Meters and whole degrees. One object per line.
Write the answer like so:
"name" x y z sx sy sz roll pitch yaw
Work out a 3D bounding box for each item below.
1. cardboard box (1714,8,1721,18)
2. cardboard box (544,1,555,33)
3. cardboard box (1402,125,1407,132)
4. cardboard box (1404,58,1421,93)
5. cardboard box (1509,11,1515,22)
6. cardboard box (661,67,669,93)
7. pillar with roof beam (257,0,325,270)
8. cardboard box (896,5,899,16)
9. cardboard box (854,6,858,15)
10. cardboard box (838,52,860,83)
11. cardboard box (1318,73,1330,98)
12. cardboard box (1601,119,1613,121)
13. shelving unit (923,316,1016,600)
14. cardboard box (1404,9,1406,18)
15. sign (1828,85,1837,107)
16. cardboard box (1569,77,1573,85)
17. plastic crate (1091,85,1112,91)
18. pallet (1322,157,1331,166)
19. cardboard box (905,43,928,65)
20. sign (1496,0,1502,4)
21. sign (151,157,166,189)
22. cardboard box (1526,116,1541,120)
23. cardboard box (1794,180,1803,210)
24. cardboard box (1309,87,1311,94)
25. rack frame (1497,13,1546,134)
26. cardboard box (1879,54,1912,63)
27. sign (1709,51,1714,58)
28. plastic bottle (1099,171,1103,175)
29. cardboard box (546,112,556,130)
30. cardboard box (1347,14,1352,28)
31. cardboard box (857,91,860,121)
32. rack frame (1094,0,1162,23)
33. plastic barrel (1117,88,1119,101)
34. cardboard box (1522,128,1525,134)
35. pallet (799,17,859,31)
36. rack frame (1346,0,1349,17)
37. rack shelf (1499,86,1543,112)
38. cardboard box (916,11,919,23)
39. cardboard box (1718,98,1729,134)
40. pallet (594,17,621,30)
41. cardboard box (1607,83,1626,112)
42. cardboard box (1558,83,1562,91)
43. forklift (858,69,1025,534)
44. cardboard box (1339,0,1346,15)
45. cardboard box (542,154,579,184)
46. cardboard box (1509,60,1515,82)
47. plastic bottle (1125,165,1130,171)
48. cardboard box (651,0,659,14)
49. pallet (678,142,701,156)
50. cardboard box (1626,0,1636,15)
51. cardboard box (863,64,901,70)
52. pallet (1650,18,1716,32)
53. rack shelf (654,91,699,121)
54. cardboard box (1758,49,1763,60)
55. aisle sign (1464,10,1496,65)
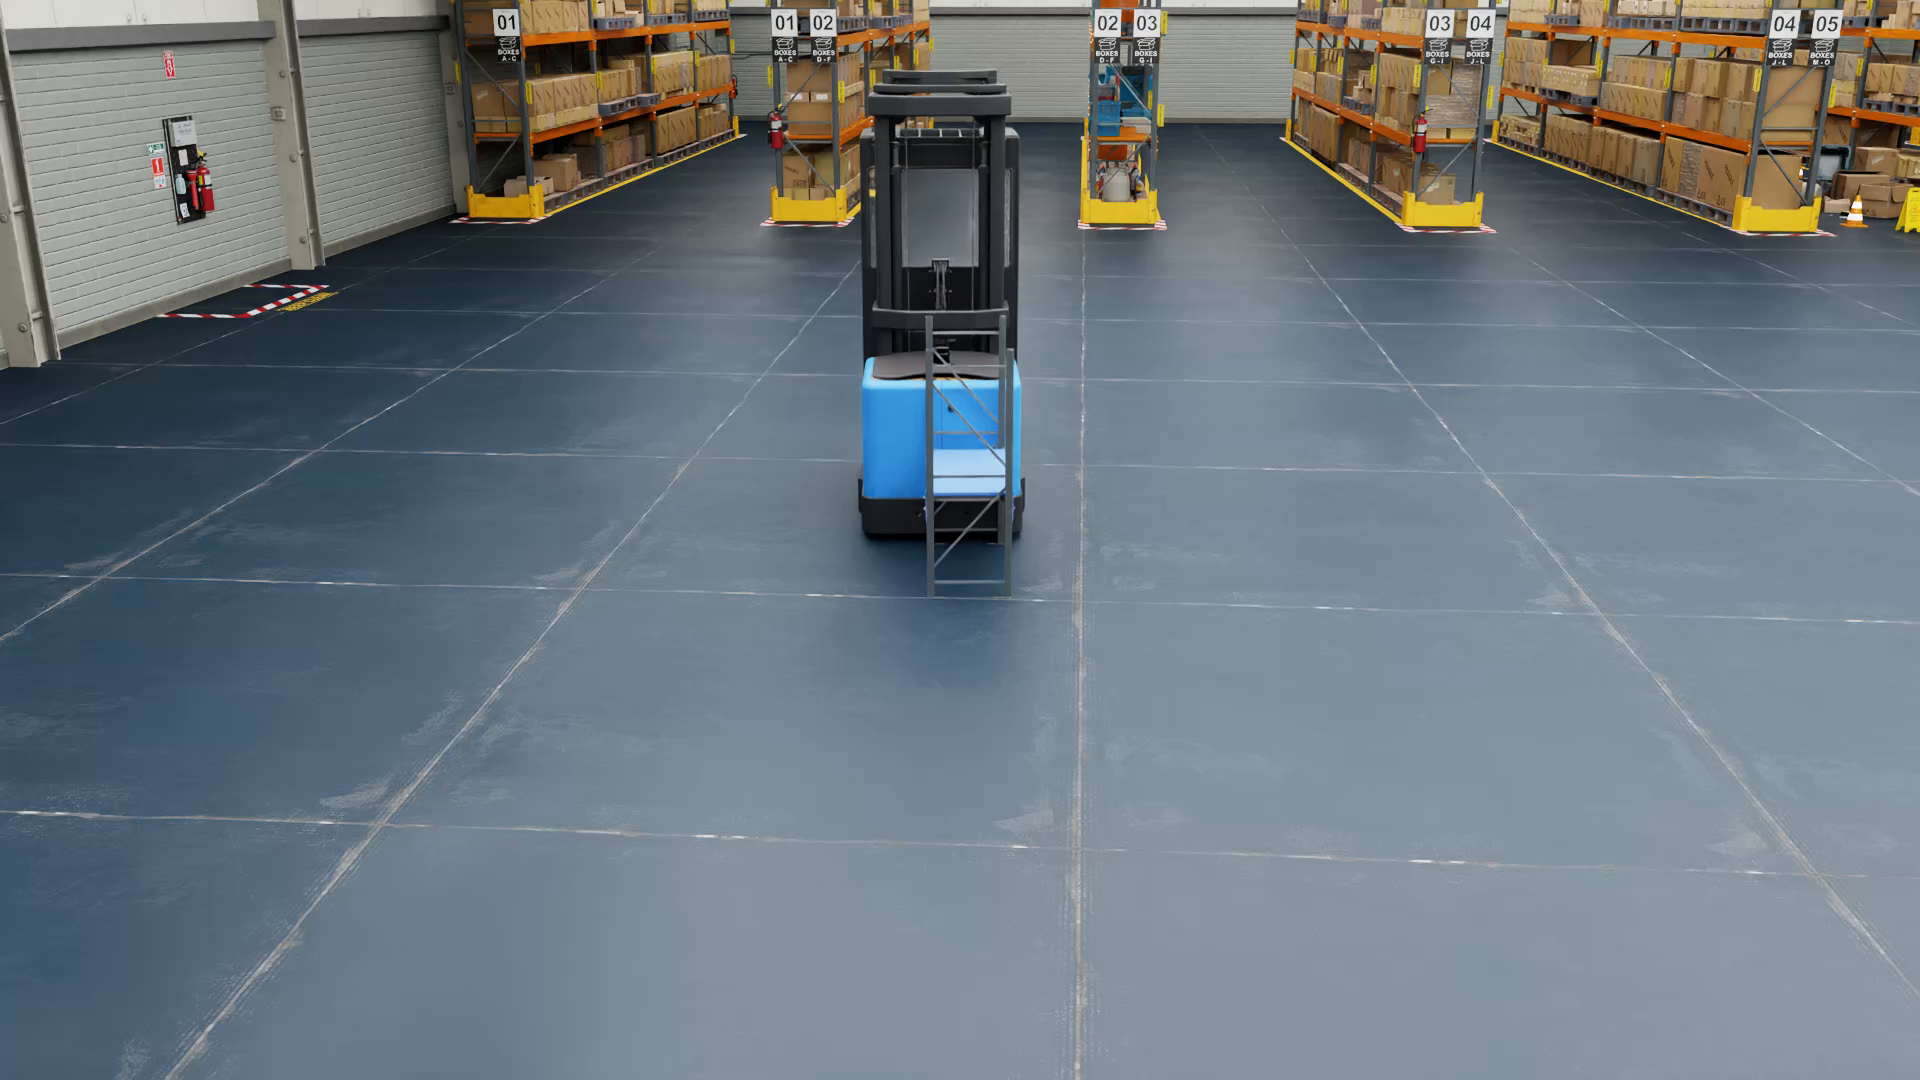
"cardboard box" 12.234 -8.387 26.452 0.380 0.149 0.250 2 18 5
"cardboard box" -6.960 -8.551 27.193 0.500 0.500 0.500 2 18 6
"cardboard box" 7.369 -6.674 26.877 0.380 0.149 0.250 1 18 4
"cardboard box" 7.304 -7.307 26.162 0.500 0.500 0.500 1 18 4
"cardboard box" 13.281 -12.359 39.247 0.500 0.250 0.500 2 18 6
"cardboard box" -6.430 -9.634 34.836 0.500 0.500 0.500 2 18 6
"pillar with roof beam" -4.289 -7.771 20.188 9.100 9.000 0.400 1 18 4
"cardboard box" -1.754 -10.947 34.538 0.910 0.500 0.500 1 18 4
"cardboard box" -1.926 -8.967 28.160 0.380 0.149 0.250 1 18 4
"cardboard box" -2.138 -8.302 29.199 0.700 0.500 0.500 1 18 4
"cardboard box" 8.024 -9.792 35.830 0.500 0.500 0.500 1 18 4
"cardboard box" 13.370 -8.542 34.309 0.500 0.250 0.500 1 18 4
"shelving unit" 0.046 -0.523 10.109 0.538 1.500 1.048 0 18 -1
"cardboard box" 7.397 -8.517 26.881 0.380 0.149 0.250 2 18 5
"sign" 12.974 -6.604 24.743 0.100 0.325 0.005 1 18 4
"cardboard box" 12.648 -9.359 33.919 0.380 0.149 0.250 1 18 4
"plastic crate" 2.693 -8.442 31.767 0.402 0.464 0.583 1 18 4
"pallet" 8.277 -8.092 35.280 1.003 0.211 1.213 1 18 4
"cardboard box" -1.045 -11.724 40.120 0.500 0.500 0.500 2 18 5
"sign" 8.022 -8.140 24.727 0.100 0.325 0.005 1 18 4
"sign" -8.941 -4.097 18.553 0.001 0.329 0.234 1 18 4
"cardboard box" 13.708 -10.019 39.632 0.380 0.149 0.250 2 18 5
"cardboard box" 13.620 -5.720 27.573 0.500 0.500 0.500 4 19 13
"cardboard box" 8.055 -10.101 37.336 0.380 0.149 0.250 2 18 5
"rack frame" 13.568 -11.139 40.099 1.000 3.000 0.127 1 18 4
"cardboard box" 18.219 -9.245 32.555 0.500 0.500 0.500 1 18 2
"sign" 17.960 -11.523 39.754 0.100 0.325 0.005 1 18 4
"plastic bottle" 2.466 -6.288 28.970 0.097 0.271 0.097 0 18 0
"cardboard box" -6.966 -6.887 27.334 0.500 0.250 0.500 1 18 2
"cardboard box" 7.767 -10.010 32.078 0.500 0.250 0.500 2 18 5
"cardboard box" -2.138 -7.686 29.401 0.700 0.500 0.500 1 18 2
"rack frame" 2.541 -9.273 24.771 1.000 3.000 0.127 1 18 4
"plastic barrel" 3.224 -8.505 31.881 0.421 0.512 0.421 0 18 0
"cardboard box" 13.149 -9.393 38.199 0.380 0.149 0.250 0 18 1
"pallet" -2.238 -8.516 27.420 1.003 0.211 1.213 1 18 4
"rack frame" 8.055 -11.647 32.016 1.000 3.000 0.127 1 18 4
"rack shelf" 13.425 -10.176 38.315 1.077 0.370 4.000 1 18 4
"cardboard box" -1.217 -11.916 37.894 0.500 0.250 0.500 1 18 4
"cardboard box" 12.586 -6.699 26.310 0.875 0.550 0.550 1 18 4
"pallet" -6.903 -9.411 30.311 1.213 0.211 1.003 1 18 4
"cardboard box" 12.660 -8.410 31.612 0.500 0.500 0.500 1 18 3
"cardboard box" 12.706 -9.459 34.701 0.380 0.149 0.250 1 18 3
"forklift" -0.143 -1.837 11.822 1.130 2.935 3.031 0 18 -1
"cardboard box" 8.001 -10.930 33.809 0.500 0.500 0.500 2 18 7
"cardboard box" -7.088 -6.583 29.505 0.500 0.500 0.500 0 18 0
"cardboard box" 13.247 -11.027 39.121 0.500 0.500 0.500 1 18 4
"plastic bottle" 2.925 -6.411 29.220 0.144 0.351 0.185 1 18 4
"cardboard box" -6.751 -11.299 34.904 0.700 0.500 0.500 2 18 7
"pallet" -6.460 -8.804 37.451 1.003 0.211 1.213 1 18 4
"cardboard box" 12.687 -9.880 30.846 0.500 0.250 0.500 2 18 5
"cardboard box" -1.637 -9.743 35.006 0.700 0.500 0.500 5 19 14
"pallet" 12.724 -9.032 29.160 0.805 0.209 1.217 1 18 2
"rack shelf" -6.624 -9.407 35.970 1.077 0.370 4.000 1 18 4
"cardboard box" 18.029 -10.650 36.841 0.500 0.500 0.500 1 18 3
"aisle sign" 7.776 -7.521 24.883 0.394 0.787 0.004 1 18 4
